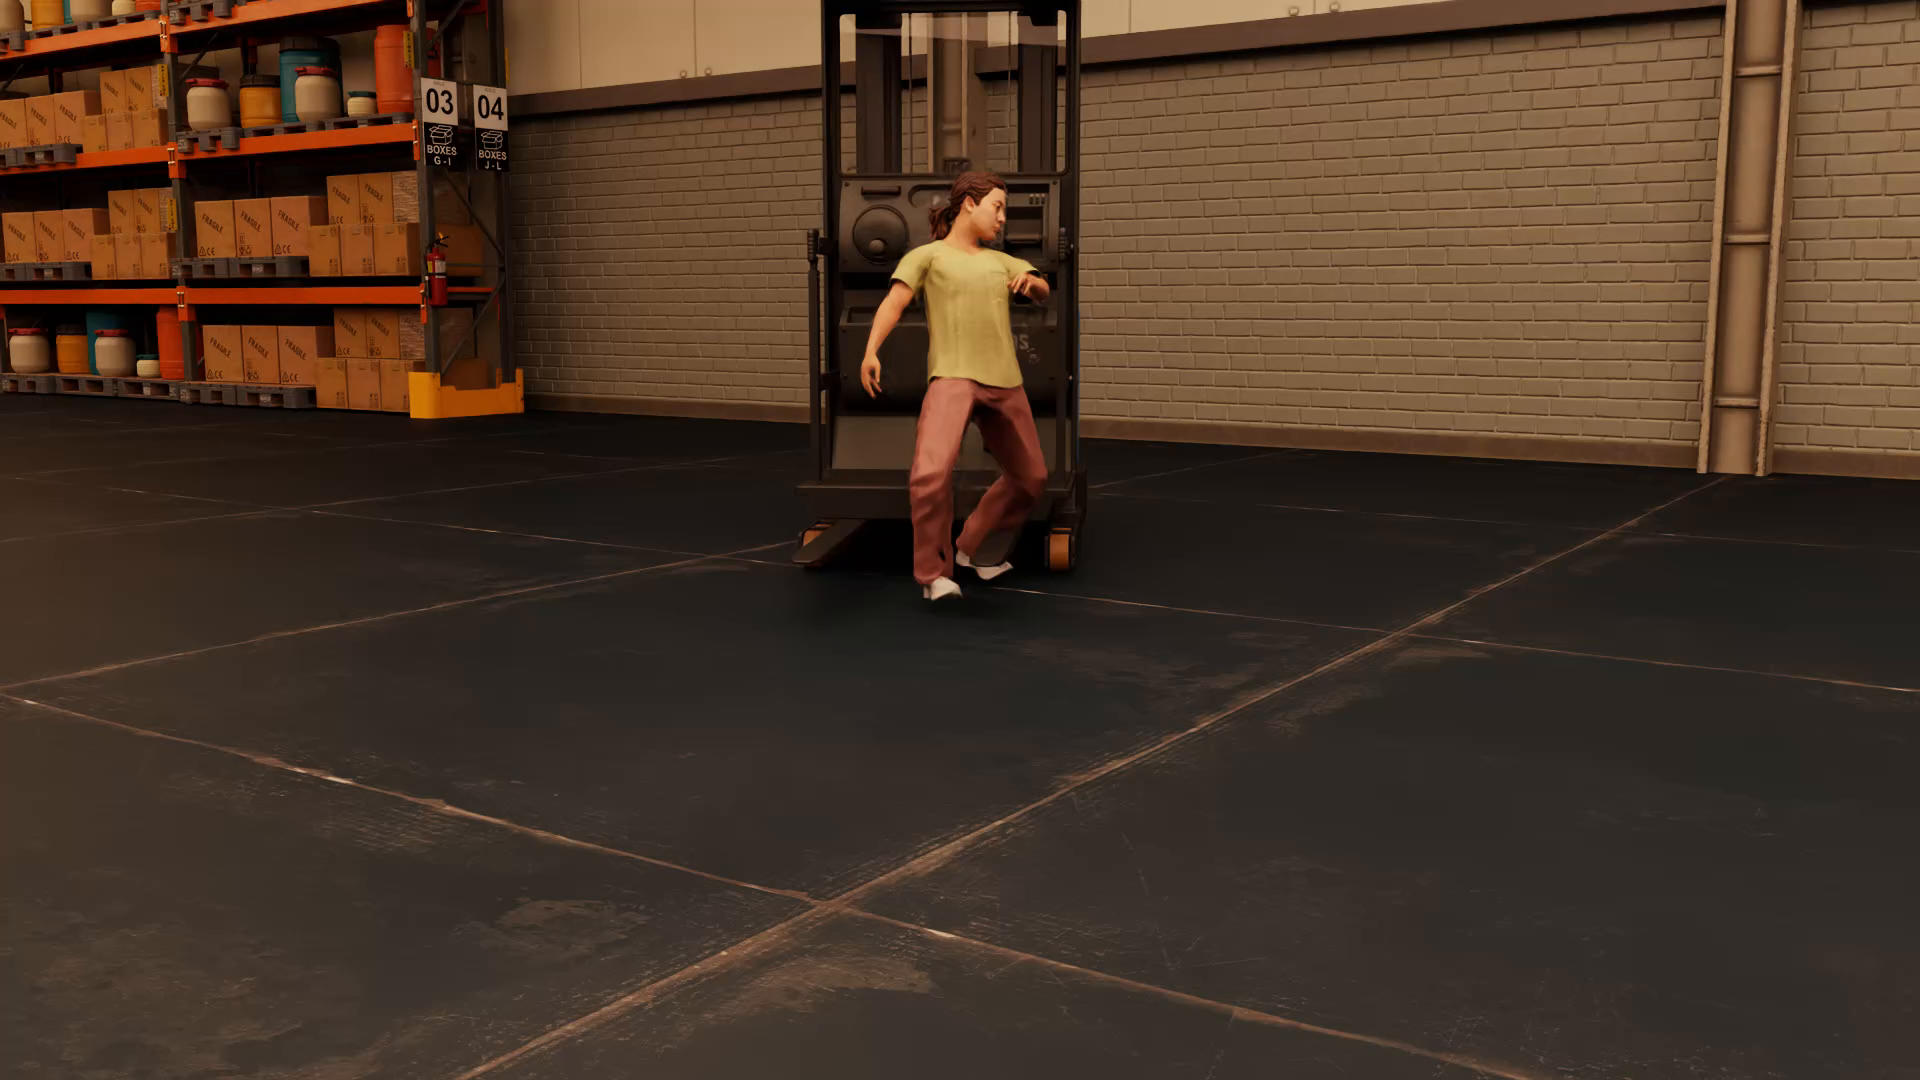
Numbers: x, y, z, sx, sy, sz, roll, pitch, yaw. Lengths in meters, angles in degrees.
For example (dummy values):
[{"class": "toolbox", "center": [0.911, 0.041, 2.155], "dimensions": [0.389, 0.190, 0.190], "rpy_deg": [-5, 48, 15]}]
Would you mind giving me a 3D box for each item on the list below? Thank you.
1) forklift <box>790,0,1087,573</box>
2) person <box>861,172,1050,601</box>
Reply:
[{"class": "forklift", "center": [-0.064, -1.366, 6.796], "dimensions": [1.130, 2.935, 3.031], "rpy_deg": [1, 8, 6]}, {"class": "person", "center": [-0.006, -0.551, 5.878], "dimensions": [0.773, 1.510, 0.824], "rpy_deg": [-5, 10, -34]}]
